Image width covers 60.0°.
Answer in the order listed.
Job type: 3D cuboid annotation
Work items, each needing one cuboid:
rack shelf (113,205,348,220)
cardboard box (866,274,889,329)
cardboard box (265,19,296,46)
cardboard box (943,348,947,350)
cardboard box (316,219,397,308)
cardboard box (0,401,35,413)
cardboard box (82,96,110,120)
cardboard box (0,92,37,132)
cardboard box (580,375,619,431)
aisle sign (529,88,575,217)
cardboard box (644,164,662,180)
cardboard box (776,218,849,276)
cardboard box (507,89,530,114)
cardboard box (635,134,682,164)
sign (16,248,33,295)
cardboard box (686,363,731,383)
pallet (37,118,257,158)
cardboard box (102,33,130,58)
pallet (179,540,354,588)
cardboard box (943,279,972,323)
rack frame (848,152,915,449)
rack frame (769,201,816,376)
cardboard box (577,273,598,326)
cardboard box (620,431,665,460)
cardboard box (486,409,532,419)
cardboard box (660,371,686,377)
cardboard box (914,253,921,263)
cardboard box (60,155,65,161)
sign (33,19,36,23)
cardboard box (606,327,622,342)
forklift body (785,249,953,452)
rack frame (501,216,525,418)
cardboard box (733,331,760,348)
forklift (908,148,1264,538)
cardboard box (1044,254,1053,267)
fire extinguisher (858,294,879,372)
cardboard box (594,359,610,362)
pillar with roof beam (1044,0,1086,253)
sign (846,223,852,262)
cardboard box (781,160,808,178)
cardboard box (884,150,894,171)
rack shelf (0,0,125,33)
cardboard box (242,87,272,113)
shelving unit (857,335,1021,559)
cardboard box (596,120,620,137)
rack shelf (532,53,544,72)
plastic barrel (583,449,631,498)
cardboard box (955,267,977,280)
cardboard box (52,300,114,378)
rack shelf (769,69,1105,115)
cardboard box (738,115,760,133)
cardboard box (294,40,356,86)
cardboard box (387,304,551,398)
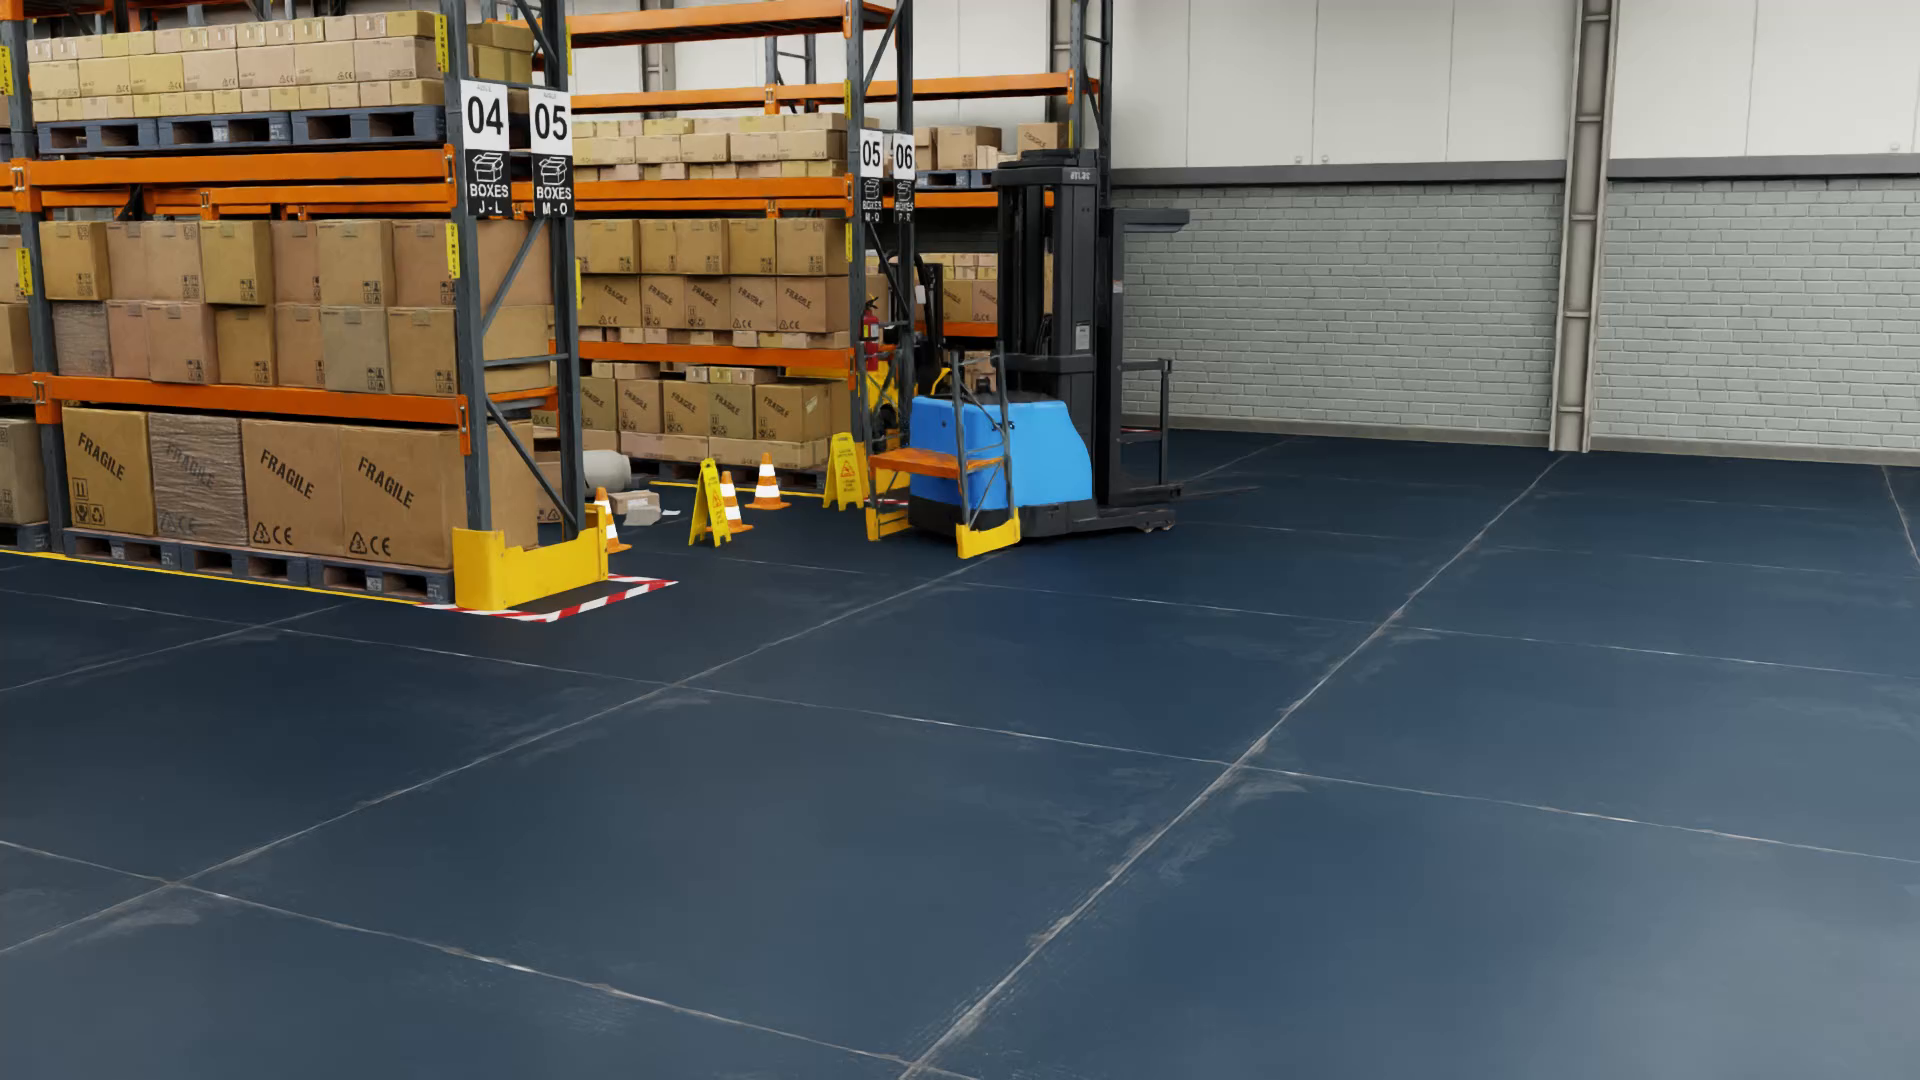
[{"bbox_3d":[-11.059,-4.957,25.292,4.000,0.370,1.077,5,11,26],"label":"rack shelf"},{"bbox_3d":[-0.999,-2.216,15.434,0.500,0.500,0.500,5,11,25],"label":"cardboard box"},{"bbox_3d":[-4.159,-3.193,10.534,0.250,0.149,0.380,5,11,26],"label":"cardboard box"},{"bbox_3d":[-0.424,-2.182,20.099,0.500,0.250,0.500,5,11,25],"label":"cardboard box"},{"bbox_3d":[-3.647,-1.809,10.850,0.550,0.550,0.875,5,11,26],"label":"cardboard box"},{"bbox_3d":[-7.844,-0.666,13.125,0.750,0.750,1.050,5,11,26],"label":"cardboard box"},{"bbox_3d":[-5.752,-2.940,11.377,0.250,0.149,0.380,5,11,26],"label":"cardboard box"},{"bbox_3d":[-7.088,-3.143,12.214,0.500,0.250,0.500,5,11,26],"label":"cardboard box"},{"bbox_3d":[-3.390,-1.346,16.182,0.500,0.500,0.500,6,12,28],"label":"cardboard box"},{"bbox_3d":[-2.601,-2.461,10.608,0.004,0.787,0.394,5,11,26],"label":"aisle sign"},{"bbox_3d":[-2.729,-3.420,15.489,0.250,0.149,0.380,5,11,26],"label":"cardboard box"},{"bbox_3d":[-1.252,-2.631,14.923,0.500,0.500,0.700,5,11,24],"label":"cardboard box"},{"bbox_3d":[-2.963,-2.826,10.747,0.250,0.149,0.380,5,11,26],"label":"cardboard box"},{"bbox_3d":[-2.647,-3.604,15.382,0.500,0.250,0.500,5,11,26],"label":"cardboard box"},{"bbox_3d":[-6.616,-1.898,11.768,0.005,0.325,0.100,5,11,26],"label":"sign"},{"bbox_3d":[-2.350,-1.561,15.549,0.250,0.149,0.380,6,12,28],"label":"cardboard box"},{"bbox_3d":[-5.655,-2.821,11.723,1.213,0.211,1.003,5,11,26],"label":"pallet"},{"bbox_3d":[-5.524,-3.313,11.196,0.250,0.149,0.380,5,11,25],"label":"cardboard box"},{"bbox_3d":[-4.639,0.085,11.666,1.213,0.211,1.003,5,11,26],"label":"pallet"},{"bbox_3d":[0.017,-2.860,19.830,0.500,0.500,0.500,5,11,25],"label":"cardboard box"},{"bbox_3d":[-0.697,-1.938,15.018,0.127,3.000,1.000,5,11,26],"label":"rack frame"},{"bbox_3d":[-2.092,-3.047,21.141,0.127,3.000,1.000,5,11,26],"label":"rack frame"},{"bbox_3d":[-3.553,-2.334,16.089,0.500,0.500,0.500,5,11,26],"label":"cardboard box"},{"bbox_3d":[-2.914,-0.936,16.021,0.500,0.250,0.500,5,11,25],"label":"cardboard box"},{"bbox_3d":[-4.756,-1.208,17.182,0.625,0.372,0.950,5,11,27],"label":"cardboard box"},{"bbox_3d":[-2.720,-1.393,16.438,0.500,0.500,0.500,6,12,29],"label":"cardboard box"},{"bbox_3d":[-0.515,-3.383,20.064,0.250,0.149,0.380,5,11,26],"label":"cardboard box"},{"bbox_3d":[-9.975,-4.301,18.846,0.258,0.266,0.396,6,12,31],"label":"cardboard box"},{"bbox_3d":[-11.229,-6.422,20.102,0.005,0.325,0.100,5,11,26],"label":"sign"},{"bbox_3d":[-3.183,-1.985,15.982,0.250,0.149,0.380,5,11,26],"label":"cardboard box"},{"bbox_3d":[-1.012,-2.172,18.691,1.214,2.155,2.313,5,11,26],"label":"forklift body"},{"bbox_3d":[-4.285,-2.254,16.760,0.127,3.000,1.000,5,11,26],"label":"rack frame"},{"bbox_3d":[-1.868,-1.851,15.243,0.250,0.149,0.380,5,12,27],"label":"cardboard box"},{"bbox_3d":[1.106,-1.572,13.188,3.031,2.935,1.130,-7,12,-33],"label":"forklift"},{"bbox_3d":[1.081,-3.241,19.277,0.250,0.149,0.380,5,11,26],"label":"cardboard box"},{"bbox_3d":[-0.799,-1.818,14.568,0.183,0.674,0.296,5,11,26],"label":"fire extinguisher"},{"bbox_3d":[-4.536,-2.298,22.496,0.625,0.625,0.875,5,12,28],"label":"cardboard box"},{"bbox_3d":[-0.635,-5.195,16.165,0.400,9.000,9.100,5,11,26],"label":"pillar with roof beam"},{"bbox_3d":[-0.961,-2.577,14.406,0.005,0.325,0.100,5,11,26],"label":"sign"},{"bbox_3d":[-1.379,-3.289,14.761,0.250,0.149,0.380,5,11,26],"label":"cardboard box"},{"bbox_3d":[-0.895,-4.547,19.926,0.258,0.266,0.396,5,11,24],"label":"cardboard box"},{"bbox_3d":[-8.178,-4.014,12.784,4.000,0.370,1.077,5,11,26],"label":"rack shelf"},{"bbox_3d":[-4.384,-2.820,10.714,0.250,0.149,0.380,5,11,26],"label":"cardboard box"},{"bbox_3d":[-0.180,-0.722,12.361,0.587,1.500,1.083,-17,19,-41],"label":"shelving unit"},{"bbox_3d":[-3.199,-3.847,15.607,0.250,0.149,0.380,5,11,24],"label":"cardboard box"},{"bbox_3d":[-6.078,-4.812,17.196,4.000,0.370,1.077,5,11,26],"label":"rack shelf"},{"bbox_3d":[-3.220,-0.592,14.811,0.512,0.421,0.421,-4,11,-23],"label":"plastic barrel"},{"bbox_3d":[0.135,-3.163,19.682,0.250,0.149,0.380,5,11,24],"label":"cardboard box"},{"bbox_3d":[-6.048,-1.502,12.184,0.550,0.550,0.875,5,11,26],"label":"cardboard box"},{"bbox_3d":[-0.298,-5.290,19.836,4.000,0.370,1.077,5,11,26],"label":"rack shelf"},{"bbox_3d":[-1.787,-3.735,14.986,0.250,0.149,0.380,5,11,26],"label":"cardboard box"},{"bbox_3d":[-3.808,-2.978,10.464,0.500,0.250,0.500,5,11,26],"label":"cardboard box"},{"bbox_3d":[-3.150,-1.236,10.714,0.550,0.550,0.875,5,11,26],"label":"cardboard box"}]
